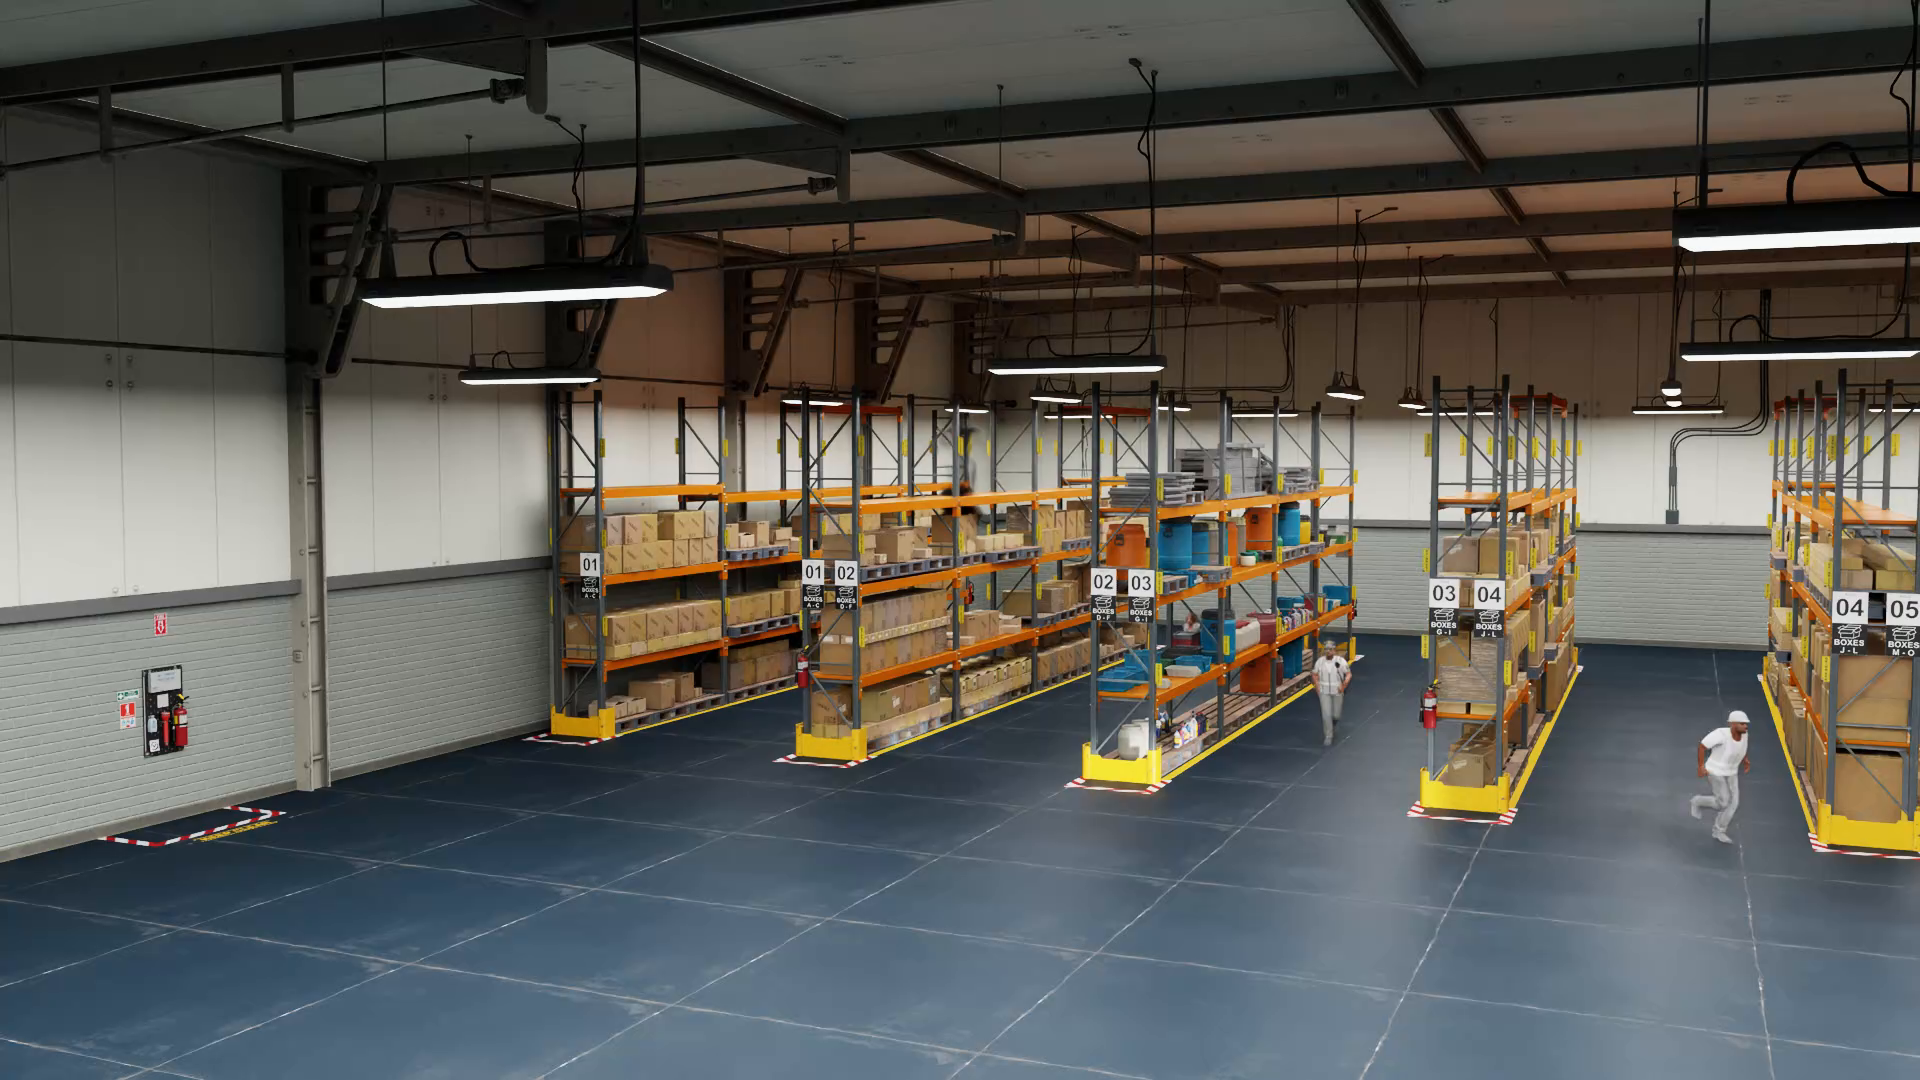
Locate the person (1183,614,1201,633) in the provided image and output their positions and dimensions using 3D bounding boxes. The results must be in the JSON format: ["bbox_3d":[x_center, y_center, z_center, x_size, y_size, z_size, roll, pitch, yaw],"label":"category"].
[{"bbox_3d":[4.894,2.311,34.731,0.537,1.586,0.971,2,3,25],"label":"person"}]

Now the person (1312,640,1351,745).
[{"bbox_3d":[6.311,2.576,28.269,0.658,1.764,0.624,1,3,17],"label":"person"}]

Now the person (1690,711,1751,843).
[{"bbox_3d":[9.758,3.000,21.319,0.697,1.694,0.844,-2,4,-26],"label":"person"}]
